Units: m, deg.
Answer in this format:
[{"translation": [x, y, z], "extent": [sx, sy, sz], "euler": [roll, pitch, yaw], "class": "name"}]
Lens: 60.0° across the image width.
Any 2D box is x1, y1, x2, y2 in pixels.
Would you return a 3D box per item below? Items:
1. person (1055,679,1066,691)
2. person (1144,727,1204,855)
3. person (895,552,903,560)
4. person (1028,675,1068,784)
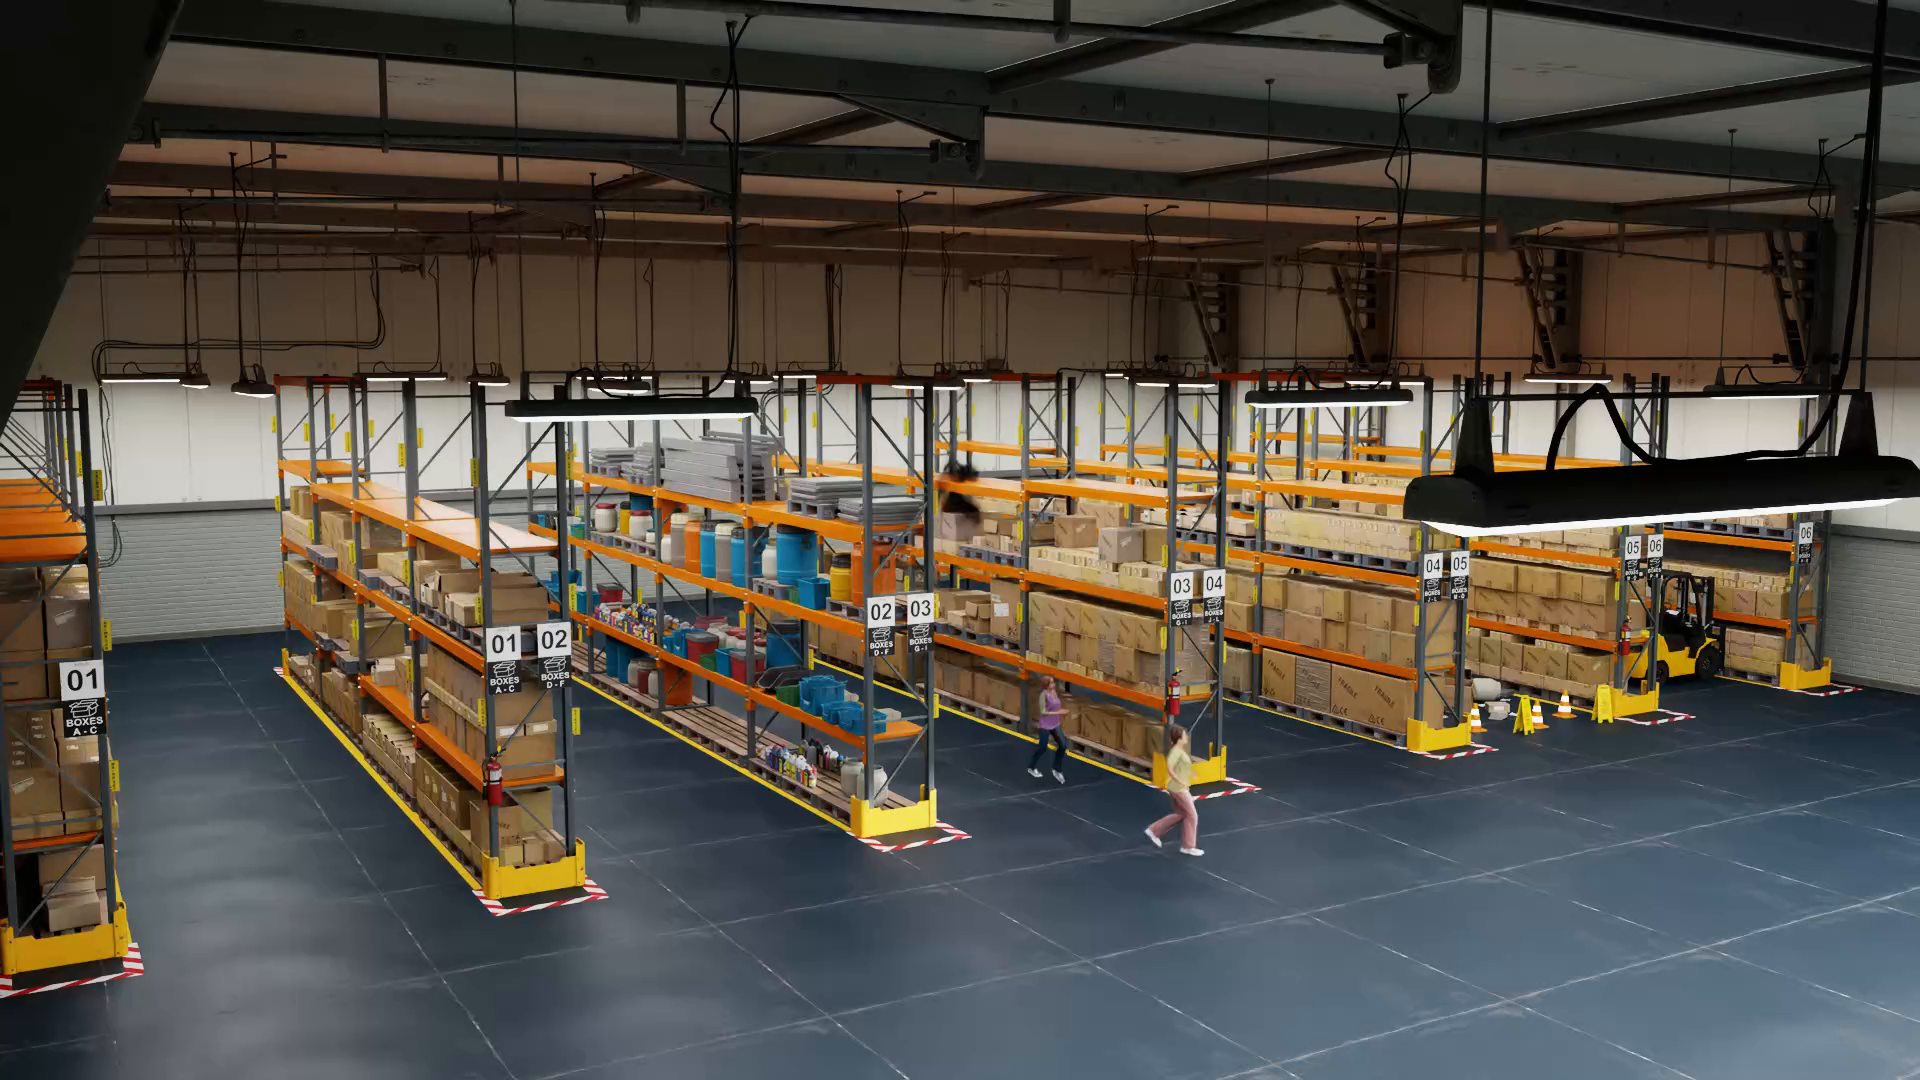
[{"translation": [2.029, 2.029, 31.360], "extent": [0.647, 1.735, 0.602], "euler": [-5, 8, -38], "class": "person"}, {"translation": [2.742, 3.197, 21.177], "extent": [0.760, 1.663, 0.586], "euler": [0, 6, 1], "class": "person"}, {"translation": [-1.555, 1.052, 41.110], "extent": [0.601, 1.582, 0.825], "euler": [2, 7, 16], "class": "person"}, {"translation": [1.328, 2.819, 24.834], "extent": [0.711, 1.638, 0.504], "euler": [6, 8, 42], "class": "person"}]
